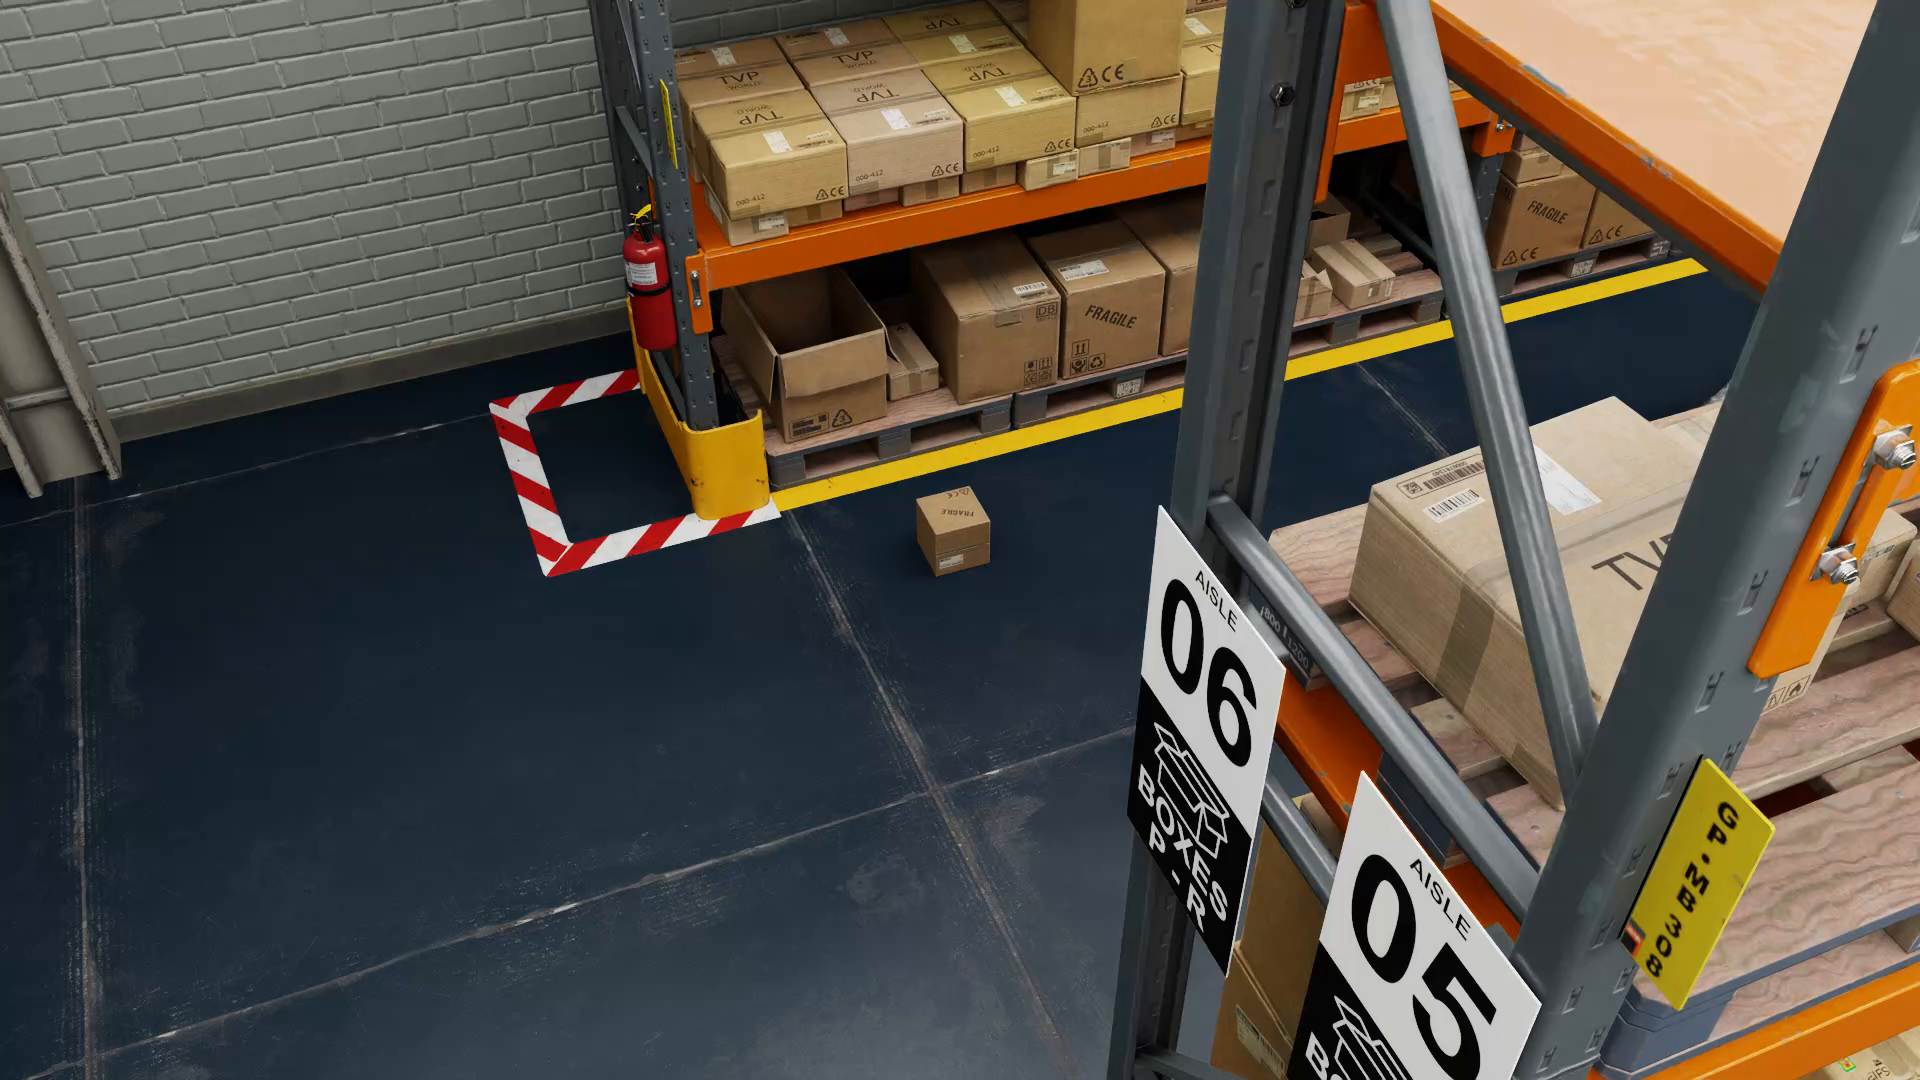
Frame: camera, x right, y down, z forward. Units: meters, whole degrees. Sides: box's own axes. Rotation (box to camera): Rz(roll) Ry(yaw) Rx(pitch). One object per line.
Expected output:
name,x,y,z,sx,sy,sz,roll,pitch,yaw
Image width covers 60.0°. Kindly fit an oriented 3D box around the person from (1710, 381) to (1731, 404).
person,3.965,-1.301,7.576,0.948,1.645,0.483,-16,44,-17
